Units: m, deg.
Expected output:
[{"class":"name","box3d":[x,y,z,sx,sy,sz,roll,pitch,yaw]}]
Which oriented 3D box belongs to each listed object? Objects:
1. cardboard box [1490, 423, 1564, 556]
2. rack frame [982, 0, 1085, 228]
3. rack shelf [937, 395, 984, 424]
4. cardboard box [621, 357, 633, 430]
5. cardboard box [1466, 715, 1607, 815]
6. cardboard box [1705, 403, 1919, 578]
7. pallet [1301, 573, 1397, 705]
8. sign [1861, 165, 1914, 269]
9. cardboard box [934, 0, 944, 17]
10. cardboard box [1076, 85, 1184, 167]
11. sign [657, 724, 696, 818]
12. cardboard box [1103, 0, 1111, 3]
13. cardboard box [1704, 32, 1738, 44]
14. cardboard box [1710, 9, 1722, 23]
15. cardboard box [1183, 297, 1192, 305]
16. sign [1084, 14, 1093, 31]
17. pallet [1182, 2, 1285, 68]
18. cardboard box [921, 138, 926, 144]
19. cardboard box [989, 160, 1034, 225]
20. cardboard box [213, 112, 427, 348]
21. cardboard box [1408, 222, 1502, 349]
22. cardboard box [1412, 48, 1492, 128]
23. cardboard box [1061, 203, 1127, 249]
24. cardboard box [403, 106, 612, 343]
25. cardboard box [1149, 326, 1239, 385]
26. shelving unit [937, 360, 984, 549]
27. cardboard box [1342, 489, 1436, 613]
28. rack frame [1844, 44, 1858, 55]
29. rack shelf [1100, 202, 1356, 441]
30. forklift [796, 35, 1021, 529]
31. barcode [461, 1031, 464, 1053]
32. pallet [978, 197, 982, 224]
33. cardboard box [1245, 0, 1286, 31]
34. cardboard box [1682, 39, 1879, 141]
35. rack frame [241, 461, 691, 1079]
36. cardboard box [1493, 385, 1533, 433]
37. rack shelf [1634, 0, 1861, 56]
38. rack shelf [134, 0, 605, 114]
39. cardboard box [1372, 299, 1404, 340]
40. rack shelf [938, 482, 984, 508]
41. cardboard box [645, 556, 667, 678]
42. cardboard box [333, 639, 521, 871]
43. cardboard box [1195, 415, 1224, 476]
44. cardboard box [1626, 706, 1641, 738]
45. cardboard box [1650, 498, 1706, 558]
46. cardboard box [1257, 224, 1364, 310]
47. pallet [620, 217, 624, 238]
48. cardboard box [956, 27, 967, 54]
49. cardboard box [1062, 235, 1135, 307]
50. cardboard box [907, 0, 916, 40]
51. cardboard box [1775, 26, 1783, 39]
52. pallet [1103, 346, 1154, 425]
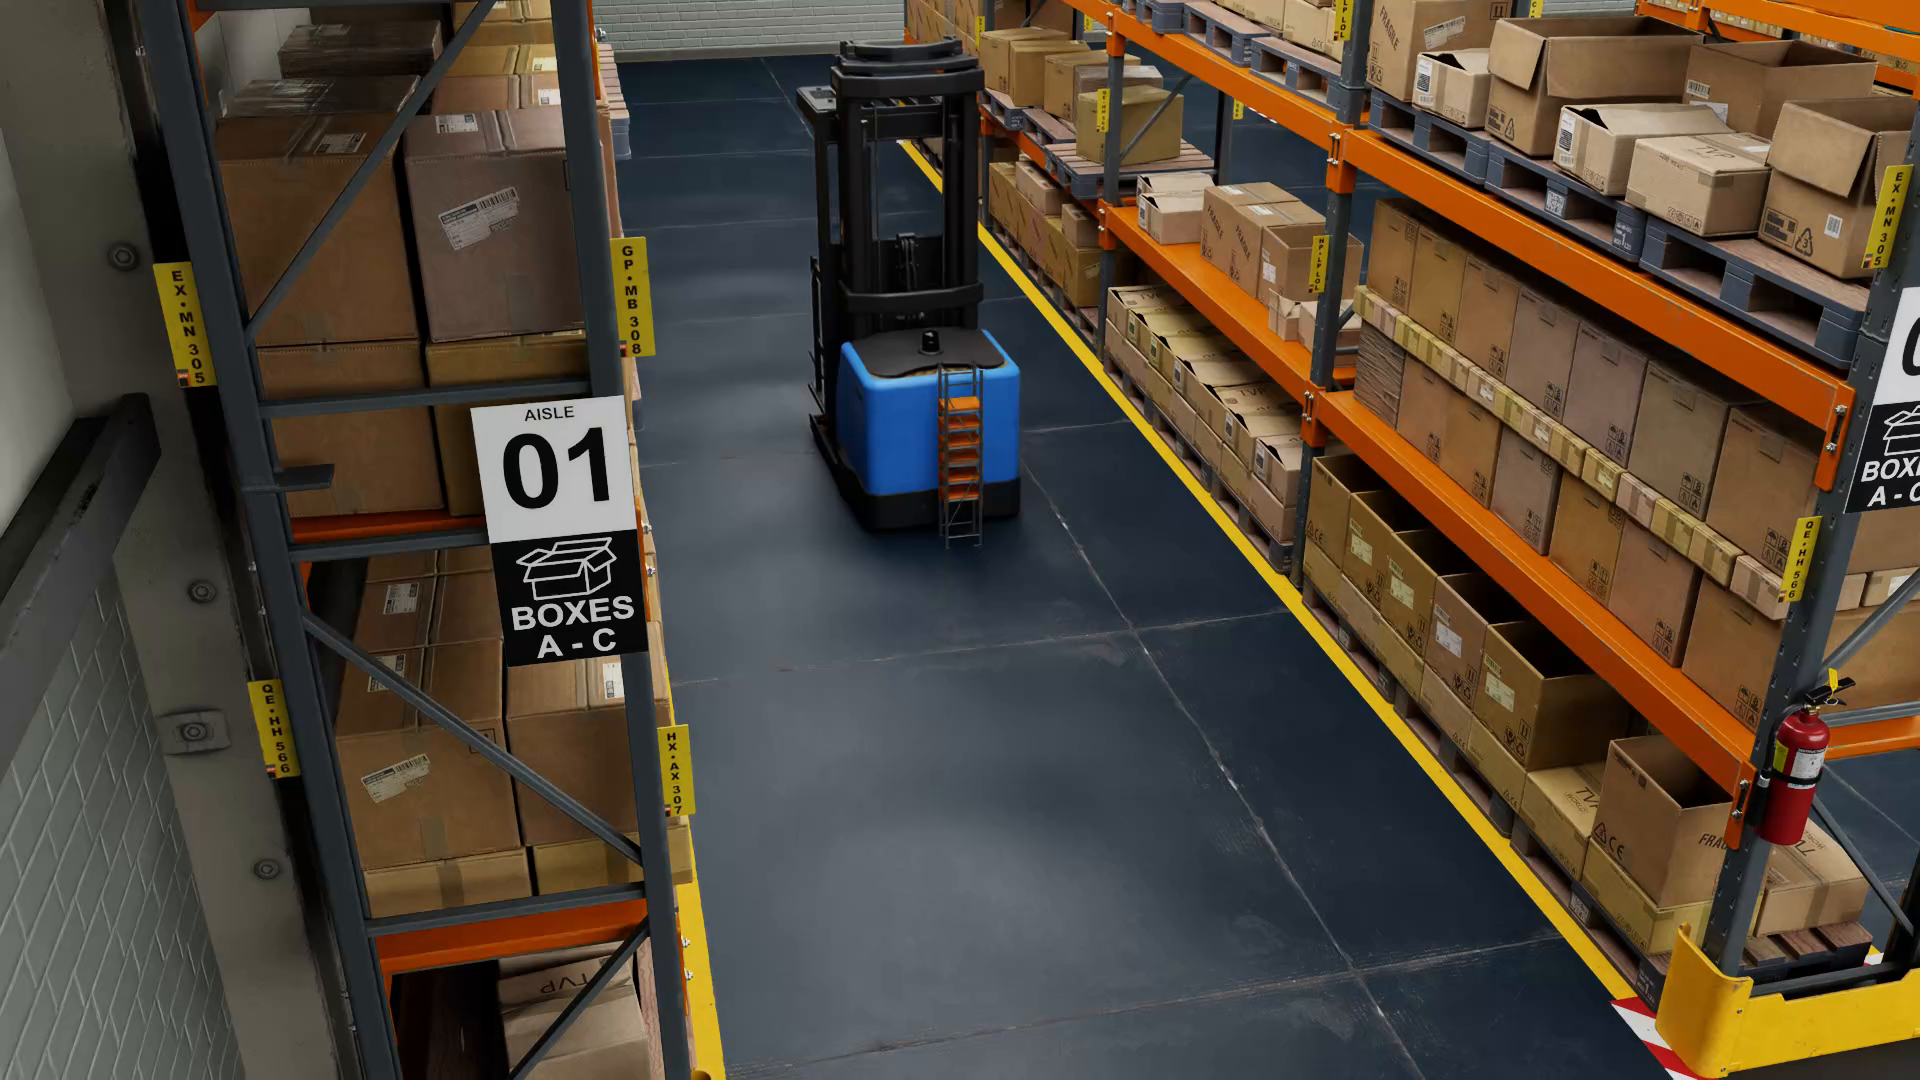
[{"class":"cardboard box","box3d":[2.986,-0.288,7.880,0.700,0.500,0.500,-5,27,-10]},{"class":"rack frame","box3d":[0.726,-4.626,16.585,1.000,3.000,0.127,-6,27,-12]},{"class":"rack shelf","box3d":[0.003,-0.811,10.325,0.258,0.103,0.180,-6,27,-12]},{"class":"cardboard box","box3d":[-1.313,-0.657,5.261,0.500,0.500,0.500,-4,27,-8]},{"class":"cardboard box","box3d":[2.783,1.040,7.947,0.500,0.250,0.500,-6,27,-12]},{"class":"cardboard box","box3d":[3.326,-0.211,6.288,0.700,0.500,0.500,-6,27,-11]},{"class":"pallet","box3d":[2.667,0.485,9.555,1.003,0.211,1.213,-6,27,-12]},{"class":"sign","box3d":[2.899,-1.008,5.193,0.100,0.325,0.005,-6,27,-12]},{"class":"cardboard box","box3d":[0.016,-5.979,18.047,0.500,0.500,0.500,-6,27,-12]},{"class":"cardboard box","box3d":[1.376,-3.367,13.514,0.700,0.500,0.500,-16,31,-29]},{"class":"sign","box3d":[-0.866,0.706,5.062,0.100,0.325,0.005,-6,27,-12]},{"class":"cardboard box","box3d":[1.496,-4.441,12.780,0.910,0.500,0.500,-6,27,-12]},{"class":"cardboard box","box3d":[9.904,-5.952,21.106,0.875,0.875,0.875,-6,27,-12]},{"class":"cardboard box","box3d":[9.528,-6.520,20.618,0.380,0.149,0.250,-6,27,-12]},{"class":"cardboard box","box3d":[1.986,-1.875,13.099,0.500,0.311,0.500,-5,27,-10]},{"class":"sign","box3d":[1.266,-5.200,16.439,0.100,0.325,0.005,-6,27,-12]},{"class":"pallet","box3d":[2.123,-3.345,10.929,1.003,0.211,1.213,-5,27,-9]},{"class":"cardboard box","box3d":[-0.216,-4.863,19.620,0.500,0.250,0.500,-6,27,-12]},{"class":"cardboard box","box3d":[0.598,-3.469,16.580,0.500,0.500,0.500,-7,28,-14]},{"class":"cardboard box","box3d":[-1.747,-0.855,4.542,0.500,0.500,0.500,-5,27,-9]},{"class":"cardboard box","box3d":[2.750,-1.321,8.488,0.700,0.500,0.500,-6,27,-12]},{"class":"cardboard box","box3d":[2.507,-2.178,7.884,0.500,0.311,0.500,-7,28,-14]},{"class":"cardboard box","box3d":[1.171,-2.696,14.216,0.500,0.250,0.500,-5,27,-10]},{"class":"cardboard box","box3d":[-1.245,-0.886,4.604,0.500,0.500,0.500,-8,28,-15]},{"class":"cardboard box","box3d":[1.699,-1.366,12.091,0.500,0.311,0.500,-7,28,-13]},{"class":"shelving unit","box3d":[0.003,-0.529,10.467,0.258,1.200,0.189,-6,27,-12]},{"class":"cardboard box","box3d":[2.449,0.046,9.084,0.500,0.500,0.500,-6,27,-12]},{"class":"rack frame","box3d":[10.379,-5.630,18.575,1.000,3.000,0.127,-6,27,-12]},{"class":"rack shelf","box3d":[2.078,-1.670,11.529,1.077,0.370,4.000,-6,27,-12]},{"class":"forklift","box3d":[-0.479,-2.023,11.505,1.130,2.935,3.031,-7,28,-13]},{"class":"barcode","box3d":[-1.857,1.867,6.208,0.001,0.075,0.075,-6,27,-12]},{"class":"pallet","box3d":[0.572,-3.682,17.811,1.003,0.211,1.213,-6,27,-12]},{"class":"cardboard box","box3d":[2.158,-3.419,10.566,0.500,0.250,0.500,-8,28,-16]},{"class":"cardboard box","box3d":[3.323,-1.748,6.823,0.500,0.500,0.500,-6,27,-12]},{"class":"rack frame","box3d":[-1.395,1.147,5.148,1.000,3.000,0.127,-6,27,-12]},{"class":"cardboard box","box3d":[2.754,-0.630,7.839,0.380,0.149,0.250,-6,27,-12]},{"class":"rack shelf","box3d":[9.928,-6.187,20.477,1.077,0.370,4.000,-6,27,-12]},{"class":"rack shelf","box3d":[-1.846,-2.086,5.699,1.077,0.370,4.000,-6,27,-12]},{"class":"cardboard box","box3d":[2.458,-1.200,8.968,0.380,0.149,0.250,-6,27,-11]},{"class":"rack shelf","box3d":[0.003,-0.275,10.595,0.258,0.103,0.180,-6,27,-12]},{"class":"cardboard box","box3d":[-1.311,0.412,5.916,0.500,0.500,0.500,-6,27,-11]},{"class":"cardboard box","box3d":[-1.708,0.685,5.376,0.500,0.500,0.500,-6,27,-12]},{"class":"cardboard box","box3d":[1.925,-0.673,11.340,0.500,0.250,0.500,-5,27,-10]},{"class":"cardboard box","box3d":[3.287,0.652,7.882,0.500,0.500,0.500,-6,27,-12]},{"class":"cardboard box","box3d":[3.041,-0.067,6.723,0.380,0.149,0.250,-6,27,-12]},{"class":"cardboard box","box3d":[2.253,-1.728,10.734,0.500,0.500,0.500,-4,27,-8]},{"class":"pallet","box3d":[-2.933,-1.977,11.551,1.213,0.211,1.003,-6,27,-12]},{"class":"cardboard box","box3d":[0.246,-5.090,17.394,0.500,0.500,0.500,-5,27,-10]},{"class":"cardboard box","box3d":[1.188,-2.337,14.337,0.500,0.500,0.500,-5,27,-10]},{"class":"cardboard box","box3d":[-0.332,-6.205,19.603,0.500,0.500,0.500,-5,27,-11]},{"class":"cardboard box","box3d":[9.817,-5.957,19.502,0.380,0.149,0.250,-5,27,-11]},{"class":"pallet","box3d":[1.775,-1.259,13.011,1.003,0.211,1.213,-6,27,-12]}]
